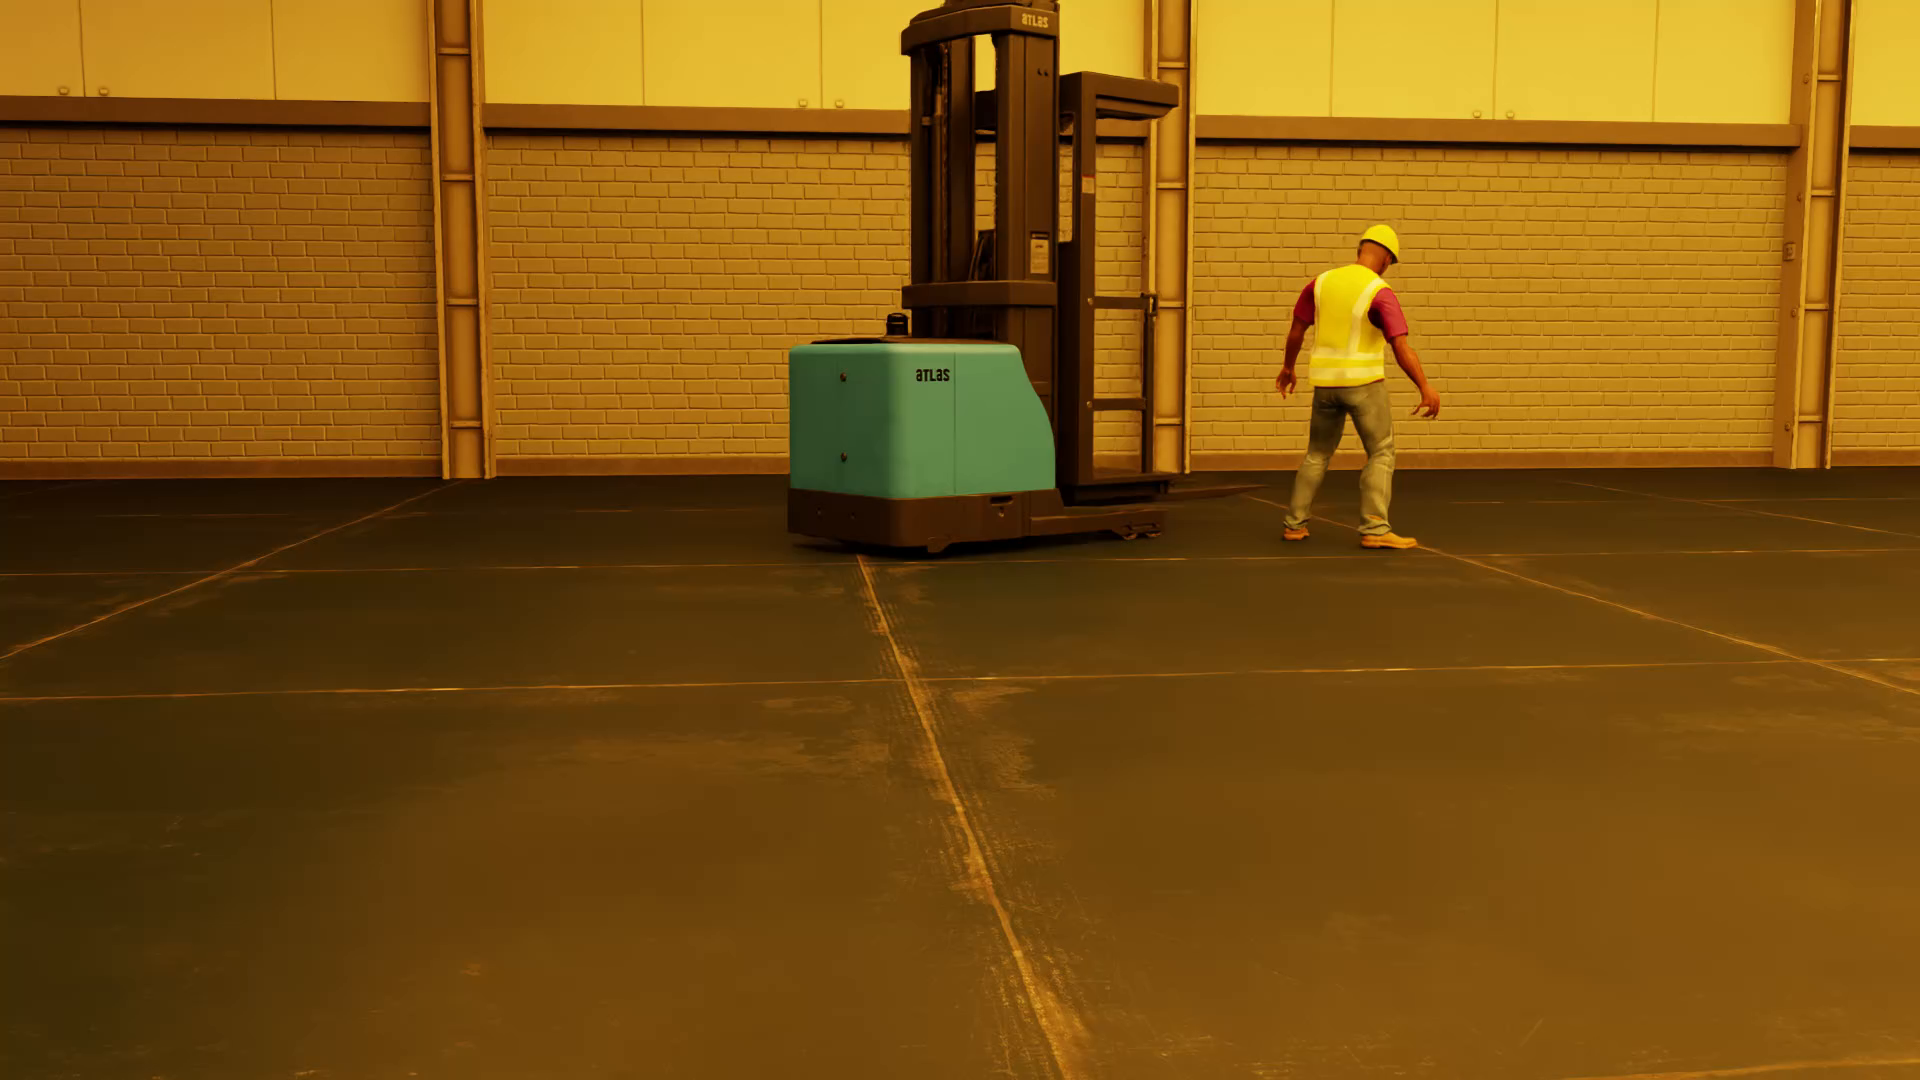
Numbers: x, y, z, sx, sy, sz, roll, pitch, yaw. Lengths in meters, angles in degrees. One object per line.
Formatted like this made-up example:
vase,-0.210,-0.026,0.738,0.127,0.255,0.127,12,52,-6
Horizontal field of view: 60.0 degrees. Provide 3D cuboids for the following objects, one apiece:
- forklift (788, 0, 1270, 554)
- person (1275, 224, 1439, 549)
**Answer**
forklift,0.531,-1.493,9.400,3.031,2.935,1.130,-5,8,-39
person,2.146,-0.834,8.983,0.426,1.716,0.934,-5,8,-38
